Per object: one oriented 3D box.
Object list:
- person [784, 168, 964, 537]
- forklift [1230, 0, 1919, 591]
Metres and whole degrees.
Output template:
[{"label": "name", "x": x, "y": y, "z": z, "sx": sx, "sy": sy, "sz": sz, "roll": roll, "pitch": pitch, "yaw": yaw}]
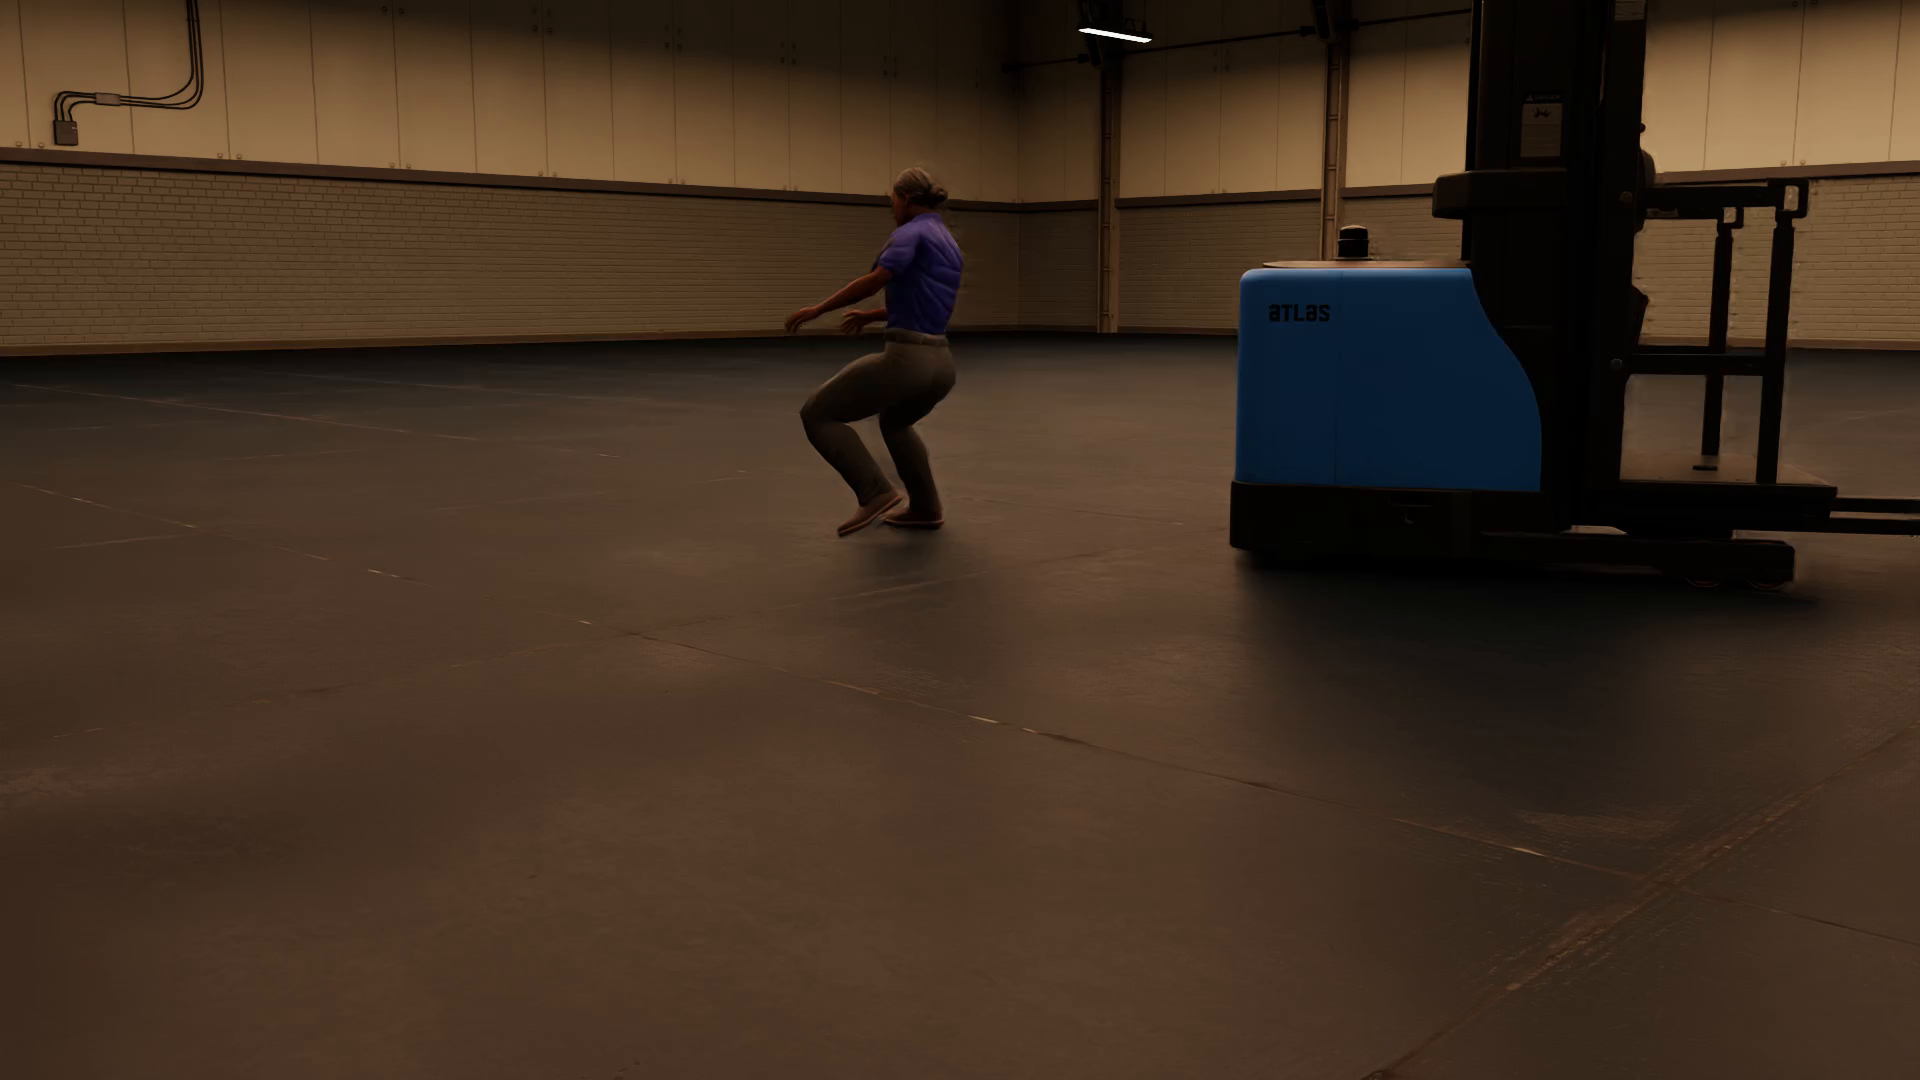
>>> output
[{"label": "person", "x": -0.334, "y": -0.742, "z": 6.681, "sx": 0.686, "sy": 1.475, "sz": 0.860, "roll": 5, "pitch": 10, "yaw": 28}, {"label": "forklift", "x": 2.564, "y": -1.366, "z": 5.946, "sx": 3.031, "sy": 2.935, "sz": 1.130, "roll": 2, "pitch": 9, "yaw": 14}]
